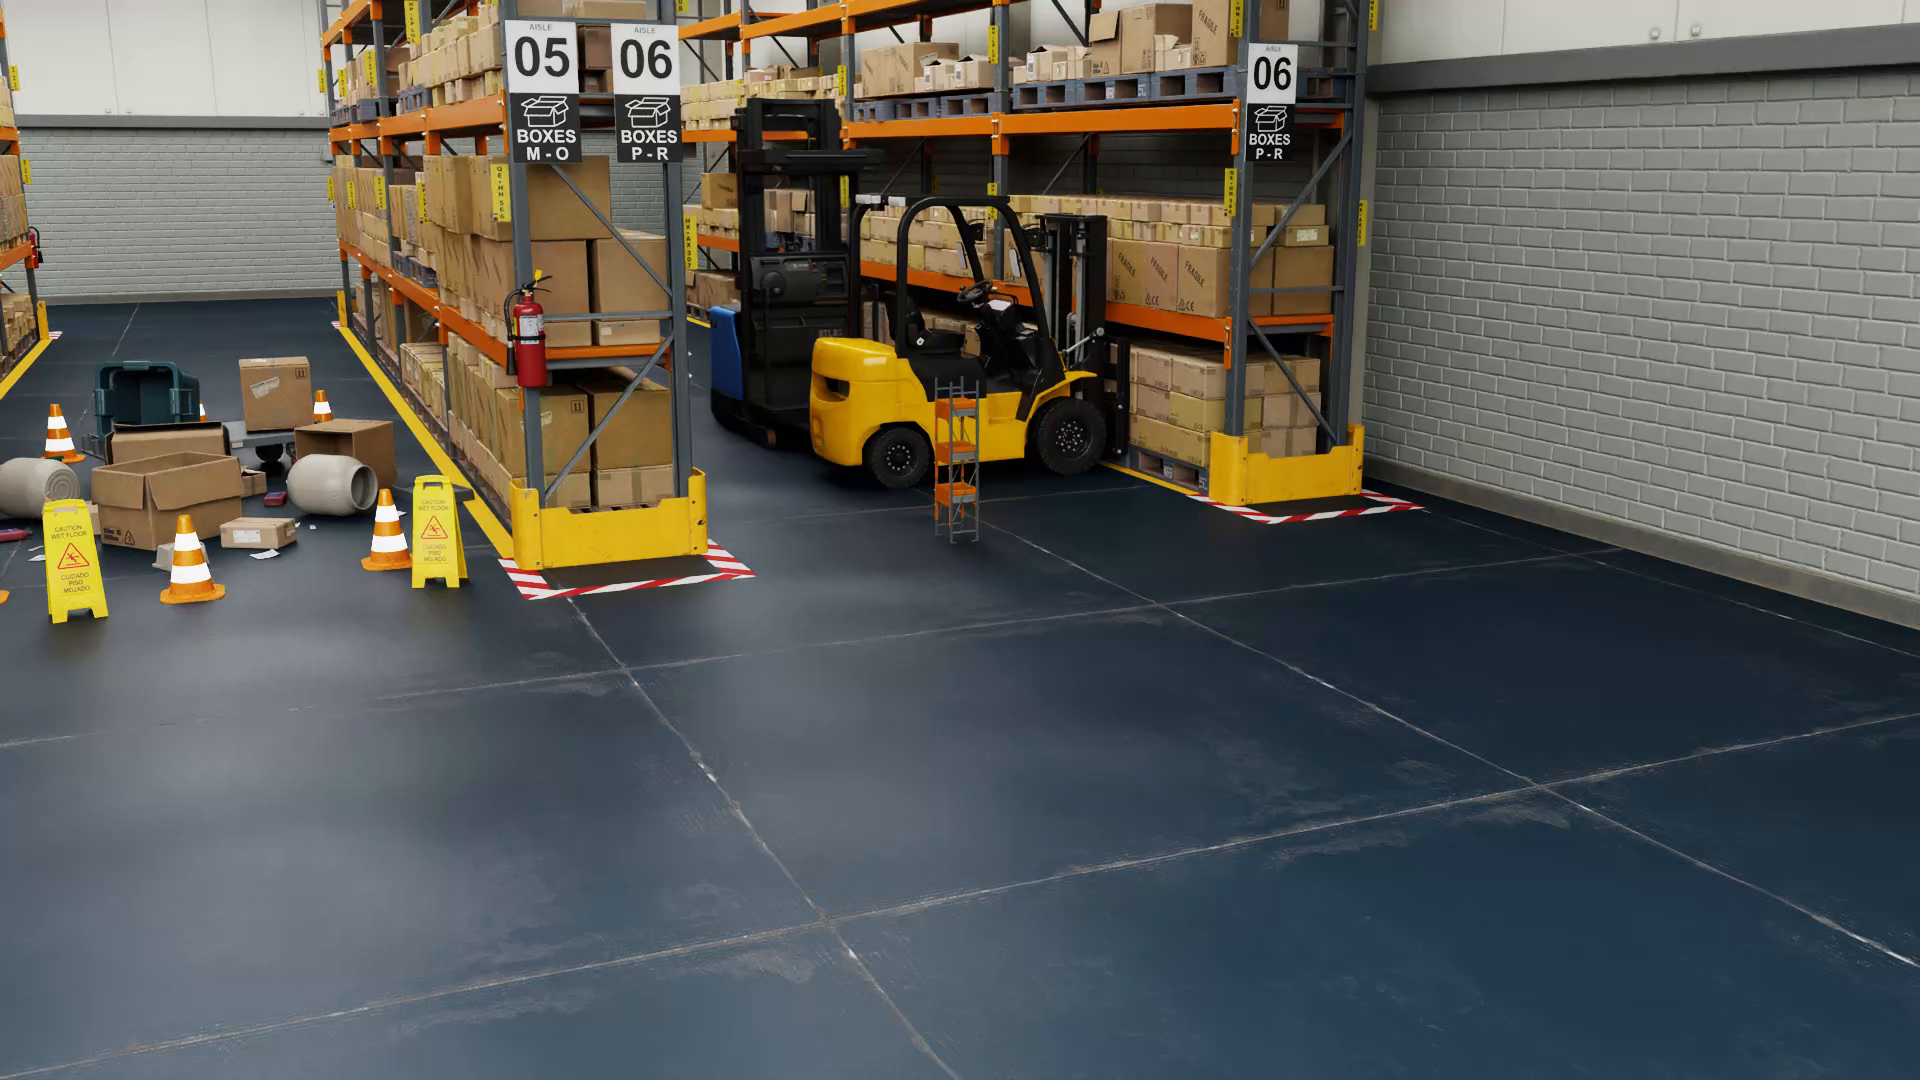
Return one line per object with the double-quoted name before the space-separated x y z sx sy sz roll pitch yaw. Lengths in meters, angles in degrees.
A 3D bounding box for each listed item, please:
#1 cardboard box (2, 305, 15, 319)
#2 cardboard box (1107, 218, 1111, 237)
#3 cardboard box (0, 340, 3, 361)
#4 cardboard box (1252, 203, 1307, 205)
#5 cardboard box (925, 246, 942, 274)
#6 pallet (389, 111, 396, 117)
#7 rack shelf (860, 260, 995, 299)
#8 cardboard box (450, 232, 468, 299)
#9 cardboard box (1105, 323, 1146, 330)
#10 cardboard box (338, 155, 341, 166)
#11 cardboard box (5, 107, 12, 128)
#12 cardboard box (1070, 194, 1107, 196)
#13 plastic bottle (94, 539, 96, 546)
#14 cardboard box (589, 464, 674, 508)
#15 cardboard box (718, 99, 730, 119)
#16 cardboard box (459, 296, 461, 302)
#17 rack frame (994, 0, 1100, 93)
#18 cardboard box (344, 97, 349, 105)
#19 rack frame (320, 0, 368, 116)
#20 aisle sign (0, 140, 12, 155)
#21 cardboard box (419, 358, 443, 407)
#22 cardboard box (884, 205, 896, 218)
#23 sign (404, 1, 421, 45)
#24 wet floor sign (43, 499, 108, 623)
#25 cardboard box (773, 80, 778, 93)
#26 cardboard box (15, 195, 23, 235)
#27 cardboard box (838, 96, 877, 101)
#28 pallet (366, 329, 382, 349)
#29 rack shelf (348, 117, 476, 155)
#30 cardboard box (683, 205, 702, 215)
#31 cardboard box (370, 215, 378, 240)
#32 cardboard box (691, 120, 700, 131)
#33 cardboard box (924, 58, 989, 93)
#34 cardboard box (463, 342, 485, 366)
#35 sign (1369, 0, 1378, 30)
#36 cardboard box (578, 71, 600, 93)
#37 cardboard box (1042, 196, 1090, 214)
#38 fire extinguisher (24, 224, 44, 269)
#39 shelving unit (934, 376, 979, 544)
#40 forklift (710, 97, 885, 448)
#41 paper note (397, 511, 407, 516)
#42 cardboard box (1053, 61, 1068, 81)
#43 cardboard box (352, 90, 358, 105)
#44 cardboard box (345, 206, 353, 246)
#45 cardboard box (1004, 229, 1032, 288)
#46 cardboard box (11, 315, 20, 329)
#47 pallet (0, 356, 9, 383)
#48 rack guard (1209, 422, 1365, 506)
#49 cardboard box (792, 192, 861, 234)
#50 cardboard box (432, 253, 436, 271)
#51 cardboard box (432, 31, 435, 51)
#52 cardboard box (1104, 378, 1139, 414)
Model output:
"cardboard box" -11.756 -2.773 20.273 0.380 0.149 0.250 -5 14 -22
"cardboard box" 1.281 -2.574 13.680 0.380 0.149 0.250 -6 14 -24
"cardboard box" -10.926 -2.213 18.391 0.500 0.500 0.500 -6 14 -24
"cardboard box" 2.407 -2.453 12.496 0.380 0.149 0.250 -5 14 -21
"cardboard box" -0.026 -2.837 16.806 0.500 0.250 0.500 -6 14 -23
"pallet" -6.546 -5.007 19.625 0.805 0.209 1.217 -6 14 -25
"rack shelf" -0.008 -2.683 17.406 1.077 0.370 4.000 -6 14 -23
"cardboard box" -3.421 -2.042 12.161 0.500 0.500 0.500 -6 14 -23
"cardboard box" 1.384 -1.785 14.880 0.500 0.250 0.500 -6 14 -24
"cardboard box" -8.381 -5.240 22.978 0.380 0.149 0.250 -6 14 -25
"cardboard box" -12.420 -5.396 21.213 0.500 0.250 0.500 -6 14 -23
"cardboard box" 1.198 -3.091 15.255 0.380 0.149 0.250 -6 14 -23
"plastic bottle" -5.675 0.008 10.702 0.133 0.061 0.283 -12 18 -42
"cardboard box" -2.221 -0.402 11.119 0.500 0.250 0.500 -6 14 -23
"cardboard box" -3.052 -5.990 23.119 0.500 0.250 0.500 -6 14 -25
"cardboard box" -3.571 -1.801 12.556 0.380 0.149 0.250 -5 14 -21
"rack frame" 0.793 -5.543 14.863 1.000 3.000 0.127 -6 14 -23
"cardboard box" -7.507 -5.576 20.804 0.396 0.266 0.258 -5 14 -21
"rack frame" -8.561 -7.573 23.635 1.000 3.000 0.127 -6 14 -23
"aisle sign" -12.810 -5.491 22.179 0.394 0.787 0.004 -6 14 -23
"cardboard box" -4.537 -1.496 15.576 0.950 0.372 0.625 -5 14 -21
"cardboard box" -0.601 -3.560 17.941 0.380 0.149 0.250 -5 14 -22
"sign" -4.261 -4.026 12.939 0.100 0.325 0.005 -6 14 -23
"wet floor sign" -4.821 0.097 9.019 0.267 0.644 0.232 -9 16 -33
"cardboard box" -2.115 -5.649 20.718 0.380 0.149 0.250 -6 14 -23
"cardboard box" -12.438 -4.200 21.482 0.500 0.500 0.500 -6 14 -24
"cardboard box" -1.172 -5.081 18.967 0.380 0.149 0.250 -5 14 -22
"pallet" -7.191 -2.630 21.764 1.003 0.211 1.213 -6 14 -23
"rack shelf" -6.157 -4.522 18.698 1.077 0.370 4.000 -6 14 -23
"cardboard box" -4.079 -5.053 25.725 0.500 0.250 0.500 -6 14 -23
"cardboard box" -6.215 -3.455 18.369 0.500 0.250 0.500 -6 14 -24
"cardboard box" -3.766 -6.131 24.614 0.380 0.149 0.250 -6 14 -23
"cardboard box" -0.028 -4.578 16.389 0.500 0.311 0.500 -6 14 -25
"cardboard box" -3.451 -1.379 12.240 0.380 0.149 0.250 -5 14 -20
"sign" 2.906 -3.769 11.735 0.100 0.325 0.005 -6 14 -23
"cardboard box" -2.174 -2.828 10.341 0.380 0.149 0.250 -6 14 -25
"cardboard box" 0.947 -2.940 14.599 0.380 0.149 0.250 -6 14 -24
"fire extinguisher" -12.734 -4.057 22.745 0.296 0.674 0.183 -6 14 -23
"shelving unit" -0.021 -0.523 10.799 0.215 1.050 0.252 -6 14 -23
"forklift" -1.299 -2.329 14.432 1.130 2.935 3.031 -6 14 -24
"paper note" -3.956 -0.191 11.626 0.142 0.019 0.148 -12 18 -42
"cardboard box" 1.002 -3.934 13.966 0.380 0.149 0.250 -5 14 -21
"cardboard box" -6.772 -5.083 19.115 0.380 0.166 0.250 -7 15 -27
"cardboard box" -7.804 -4.154 21.944 0.500 0.500 0.500 -6 14 -24
"cardboard box" 0.731 -2.554 15.031 0.500 0.500 0.500 -6 14 -25
"cardboard box" -11.857 -2.685 20.549 0.380 0.149 0.250 -6 14 -23
"pallet" -11.140 -1.837 18.339 1.003 0.211 1.213 -6 14 -23
"rack guard" 2.405 -0.571 12.230 1.175 0.500 0.348 -6 14 -23
"cardboard box" -1.633 -4.022 20.436 0.797 0.503 0.637 -6 14 -24
"cardboard box" -4.213 -2.335 13.932 0.380 0.149 0.250 -5 14 -22
"cardboard box" -3.698 -3.698 12.331 0.380 0.149 0.250 -6 14 -25
"cardboard box" 1.497 -1.184 13.393 0.500 0.250 0.500 -6 14 -24
